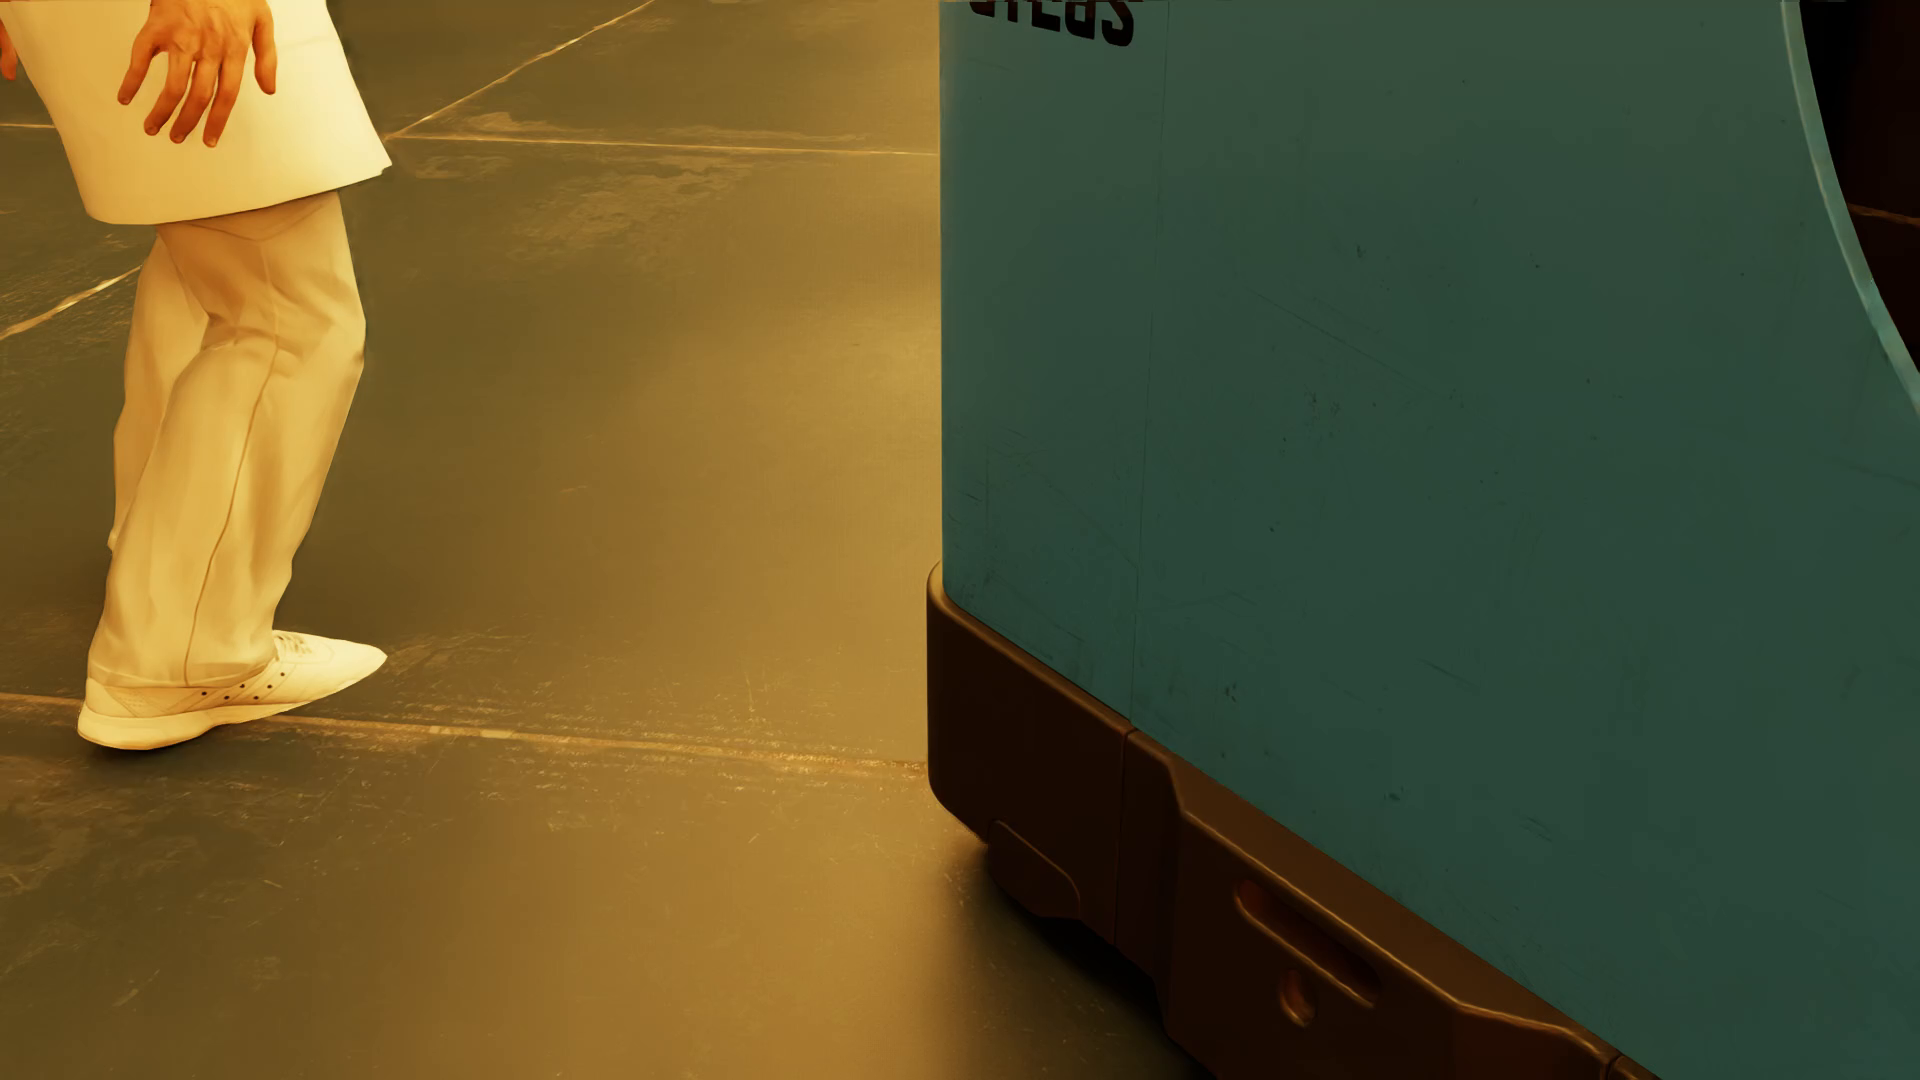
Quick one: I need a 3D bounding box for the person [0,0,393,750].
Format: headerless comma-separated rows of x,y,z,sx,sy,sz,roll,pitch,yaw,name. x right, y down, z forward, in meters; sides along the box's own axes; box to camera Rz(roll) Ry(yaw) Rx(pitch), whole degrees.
-0.947,-0.621,1.857,0.509,1.751,0.930,-21,33,-35,person

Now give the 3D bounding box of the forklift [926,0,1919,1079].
1.235,-0.589,0.397,1.130,2.935,3.031,-18,32,-32,forklift
